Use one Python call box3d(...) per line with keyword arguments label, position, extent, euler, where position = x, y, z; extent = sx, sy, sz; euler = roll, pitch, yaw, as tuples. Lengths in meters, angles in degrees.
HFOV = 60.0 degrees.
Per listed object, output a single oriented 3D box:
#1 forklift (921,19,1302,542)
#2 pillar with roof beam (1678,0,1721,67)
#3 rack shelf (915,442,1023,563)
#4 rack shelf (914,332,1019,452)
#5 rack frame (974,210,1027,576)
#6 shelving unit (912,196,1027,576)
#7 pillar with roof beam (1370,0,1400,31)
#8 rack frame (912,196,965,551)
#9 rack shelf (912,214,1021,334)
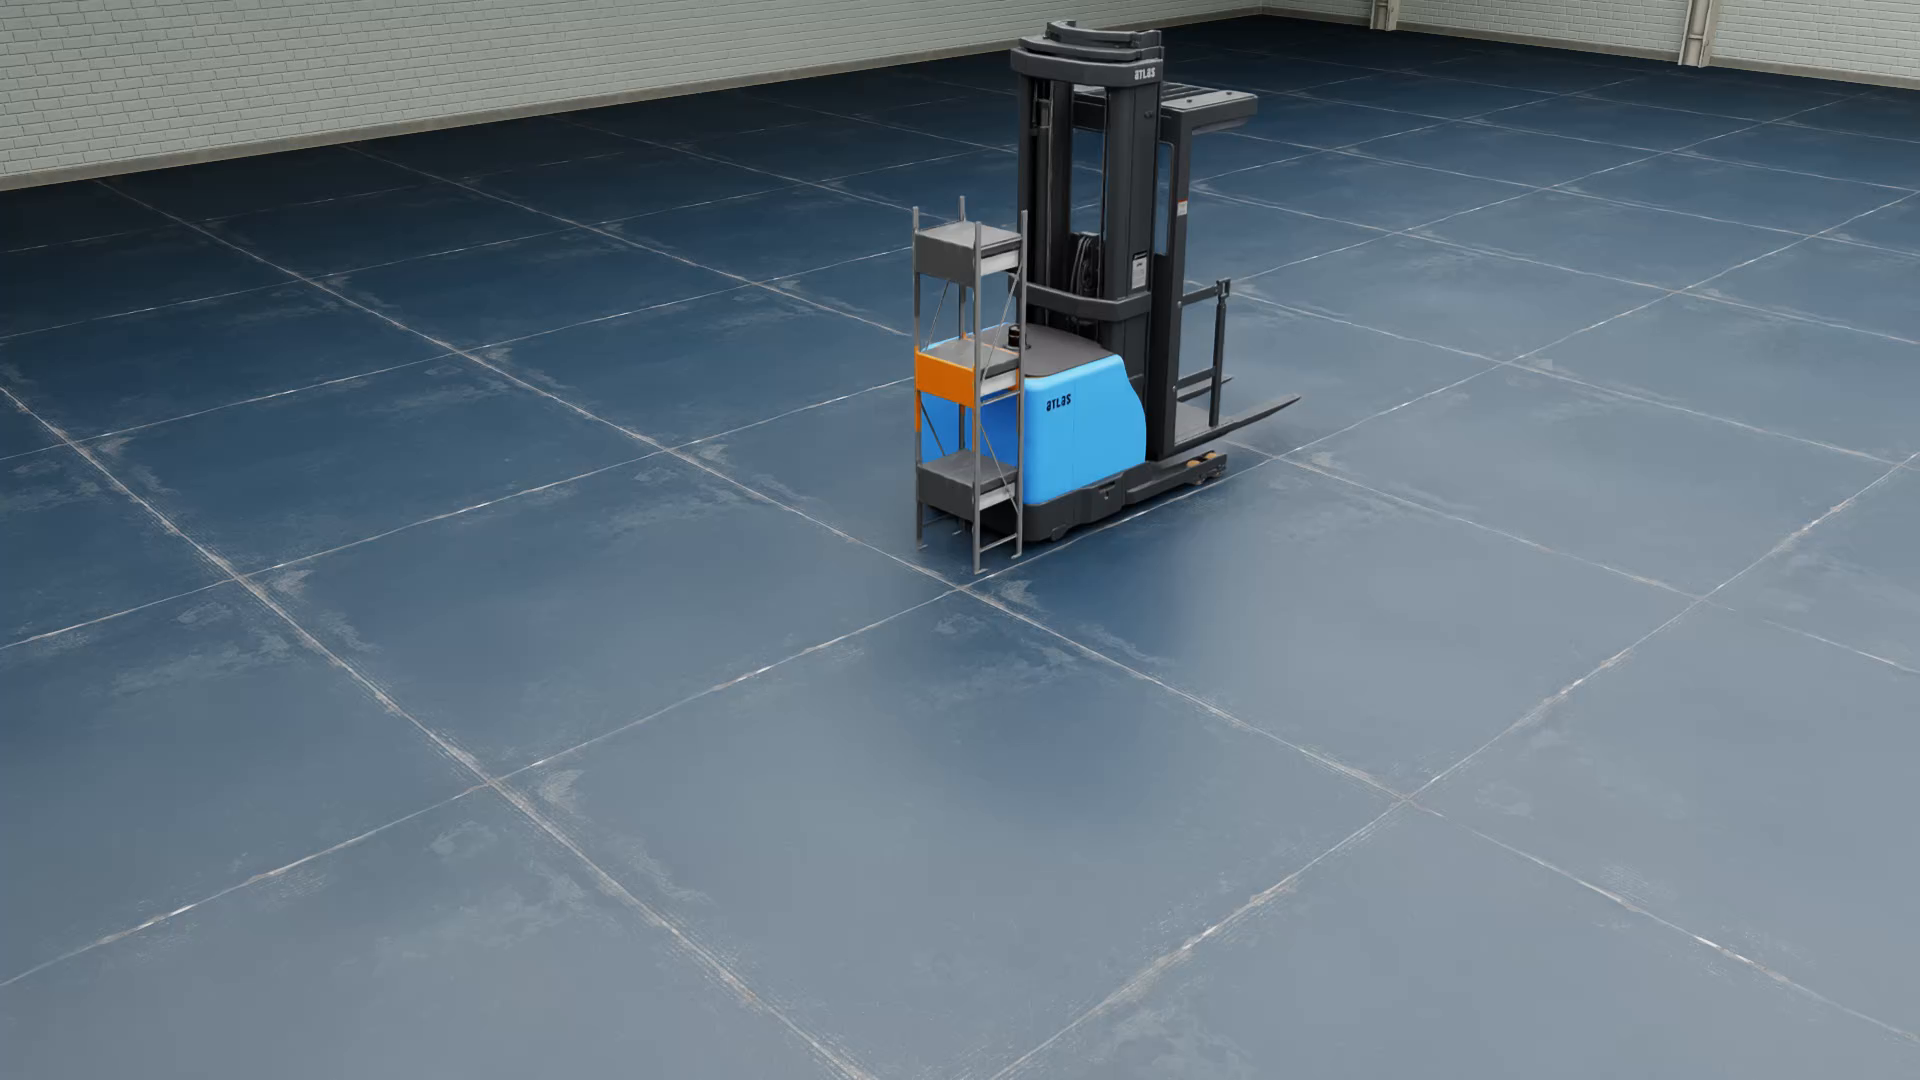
box3d(label="forklift", position=(1.150, -1.833, 10.737), extent=(3.031, 2.935, 1.130), euler=(-22, 32, -39))
box3d(label="pillar with roof beam", position=(8.948, -10.702, 22.866), extent=(9.100, 9.000, 0.400), euler=(-21, 32, -38))
box3d(label="rack shelf", position=(0.054, -0.229, 9.941), extent=(0.480, 0.518, 0.431), euler=(22, 33, 40))
box3d(label="rack shelf", position=(0.054, -0.866, 9.650), extent=(0.480, 0.518, 0.431), euler=(22, 33, 40))
box3d(label="rack frame", position=(0.226, -0.807, 9.488), extent=(0.015, 2.100, 0.400), euler=(22, 33, 40))
box3d(label="shelving unit", position=(0.054, -0.878, 9.645), extent=(0.503, 2.100, 0.431), euler=(22, 33, 40))
box3d(label="pillar with roof beam", position=(4.847, -12.519, 26.851), extent=(9.100, 9.000, 0.400), euler=(-21, 32, -38))
box3d(label="rack frame", position=(-0.119, -0.950, 9.802), extent=(0.015, 2.100, 0.400), euler=(22, 33, 40))
box3d(label="rack shelf", position=(0.053, -1.502, 9.360), extent=(0.480, 0.518, 0.431), euler=(22, 33, 40))
